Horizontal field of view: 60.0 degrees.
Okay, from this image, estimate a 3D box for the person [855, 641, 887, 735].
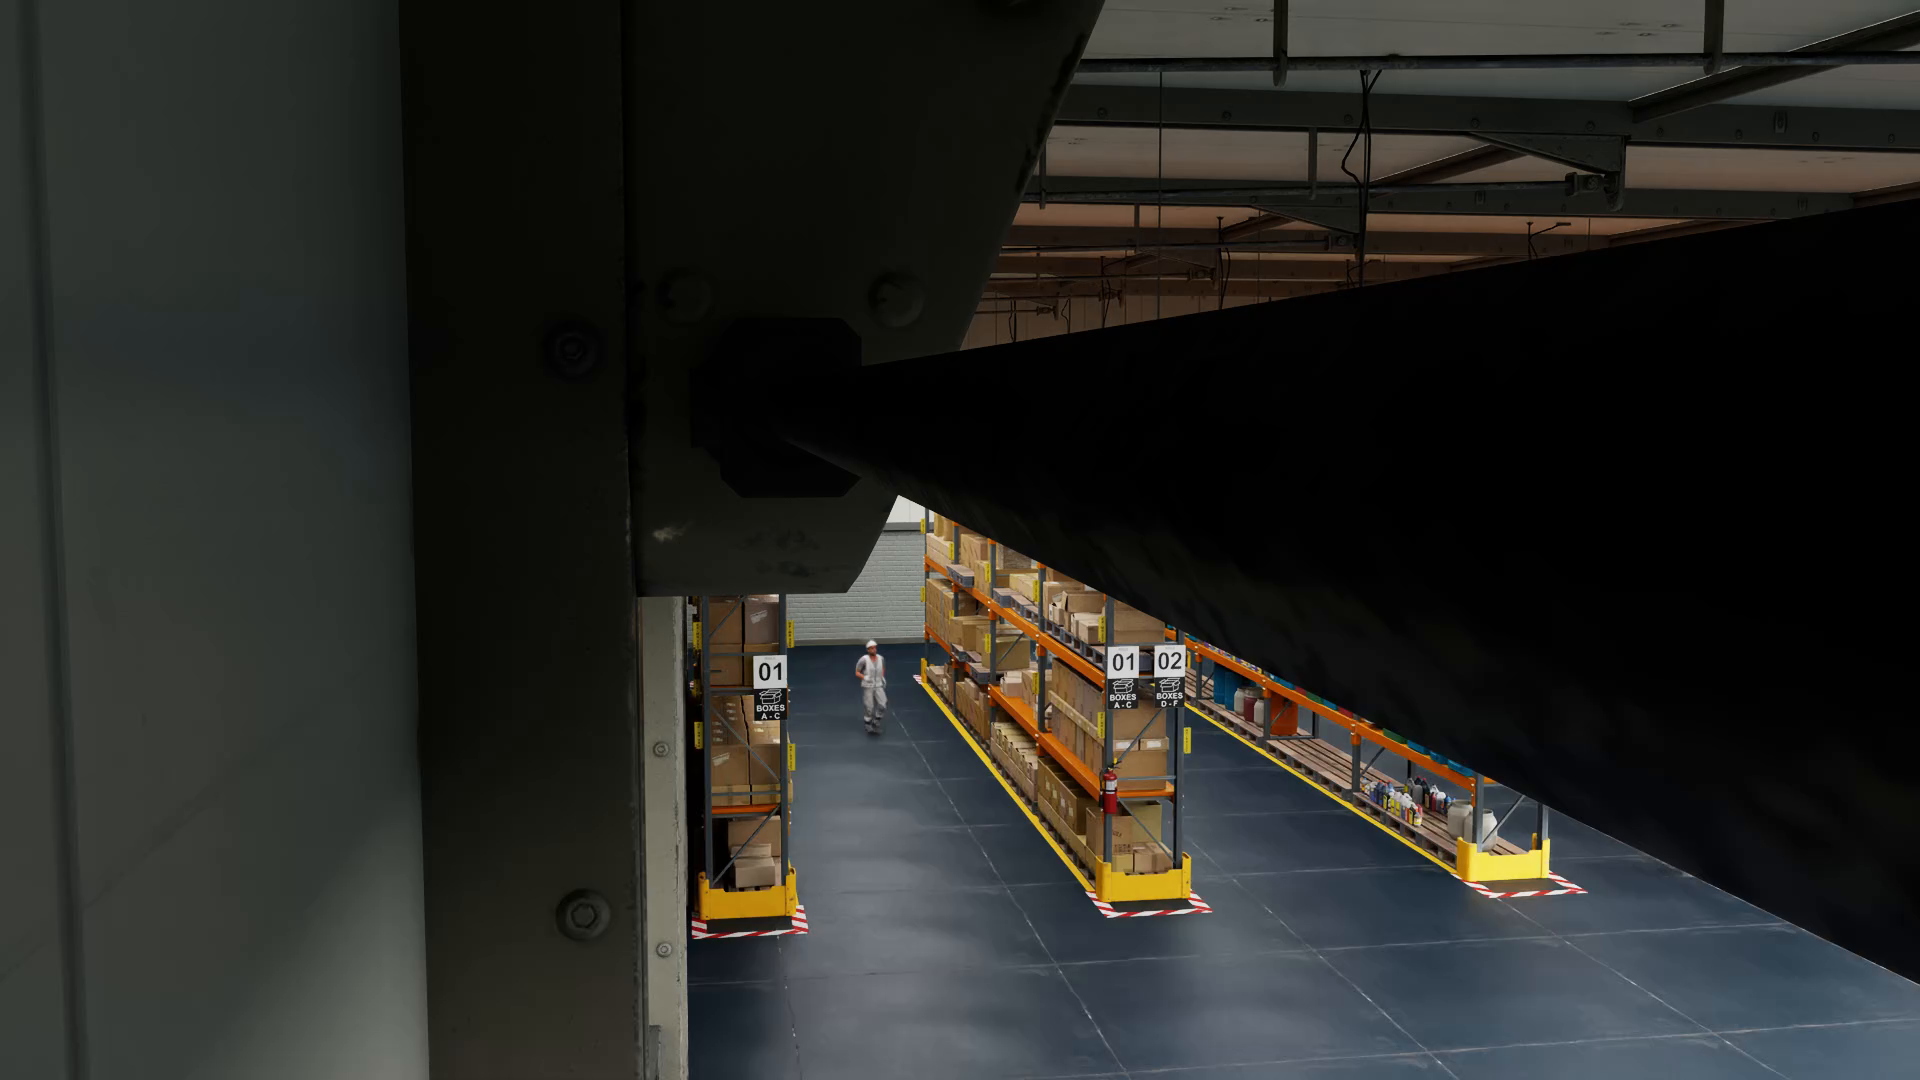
[{"bbox_3d":[-1.614,2.745,30.761,0.652,1.776,0.676,-2,5,-23],"label":"person"}]
